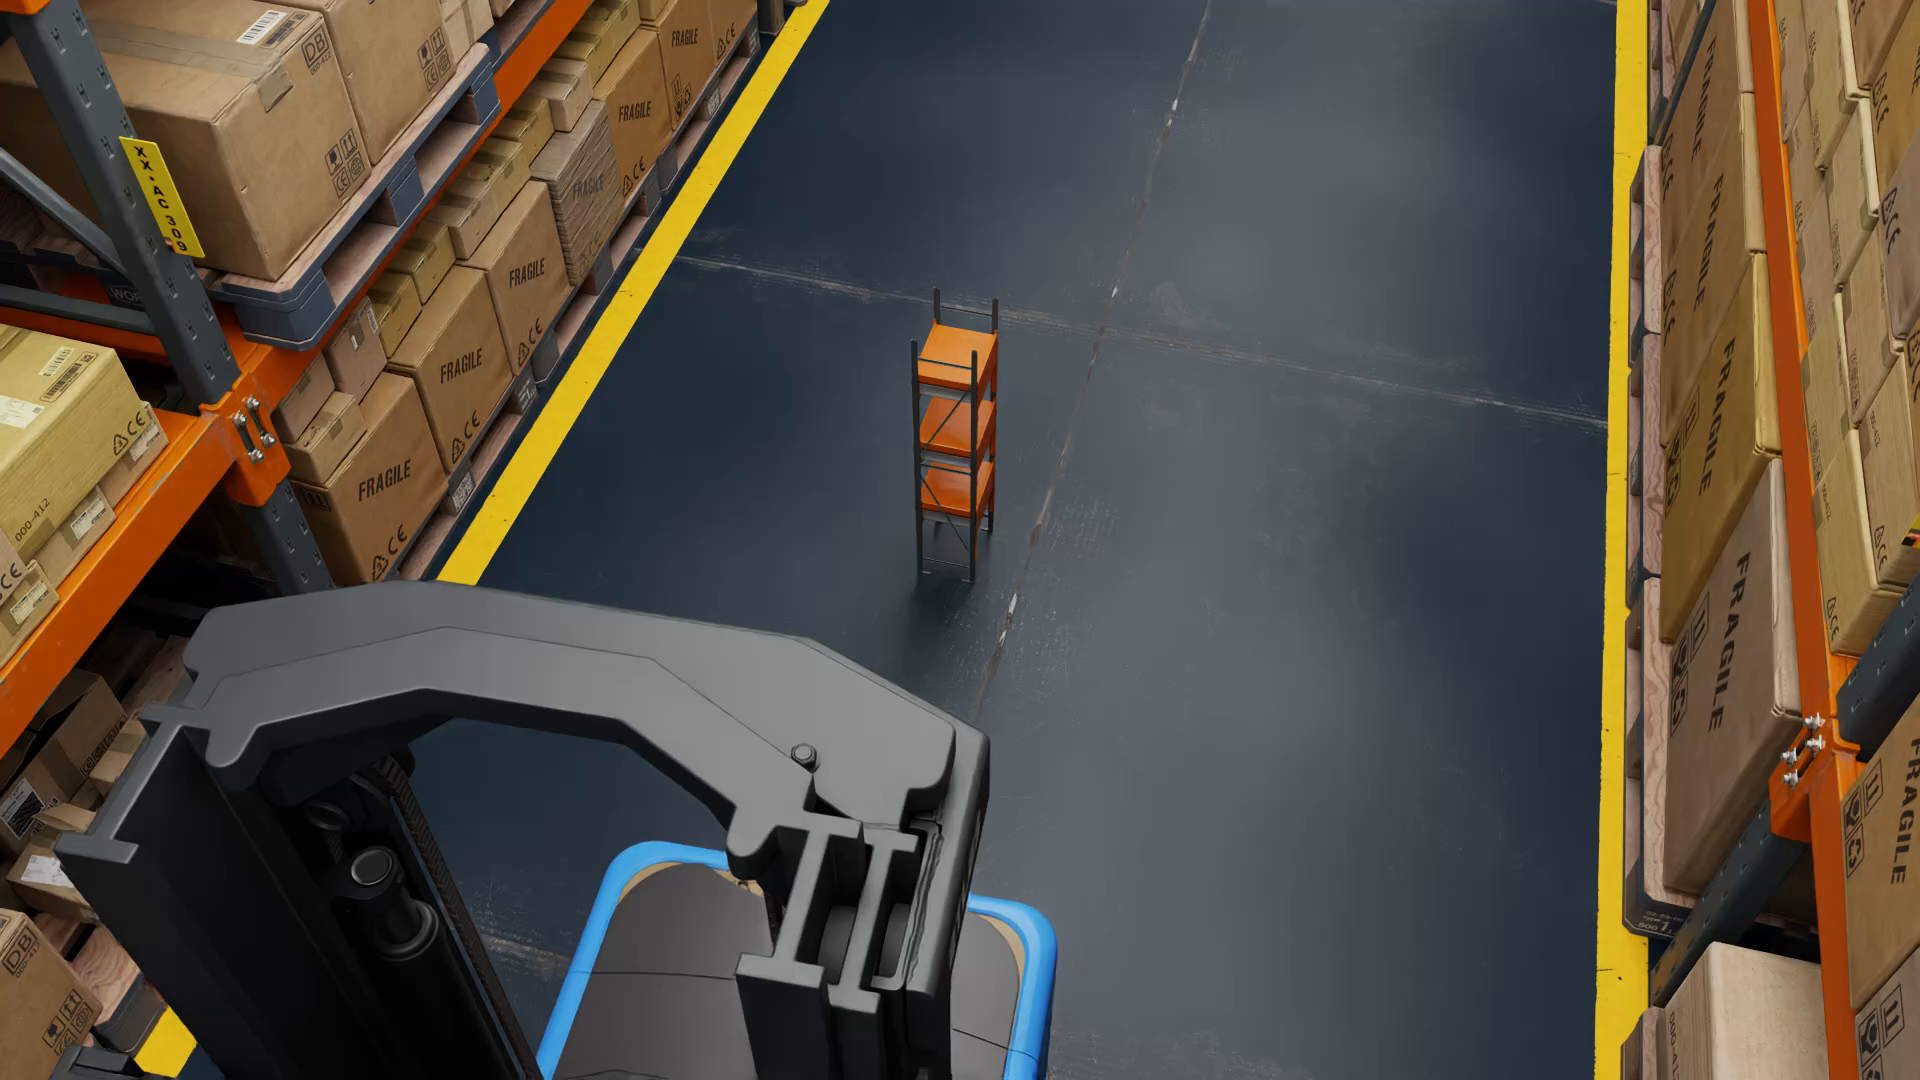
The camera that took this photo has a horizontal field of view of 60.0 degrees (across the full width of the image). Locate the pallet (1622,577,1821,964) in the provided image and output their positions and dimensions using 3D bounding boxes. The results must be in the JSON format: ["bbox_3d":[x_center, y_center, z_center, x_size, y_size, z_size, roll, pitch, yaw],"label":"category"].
[{"bbox_3d":[2.536,0.717,4.976,1.003,0.211,1.213,12,50,10],"label":"pallet"}]

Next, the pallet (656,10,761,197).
[{"bbox_3d":[-1.564,-2.048,7.416,1.003,0.211,1.213,12,50,10],"label":"pallet"}]

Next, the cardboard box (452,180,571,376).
[{"bbox_3d":[-1.774,-0.974,5.996,0.500,0.500,0.500,10,49,9],"label":"cardboard box"}]

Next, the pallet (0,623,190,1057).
[{"bbox_3d":[-2.566,0.810,4.895,1.003,0.211,1.213,12,50,10],"label":"pallet"}]

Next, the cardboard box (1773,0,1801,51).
[{"bbox_3d":[2.969,-1.797,5.436,0.500,0.250,0.500,10,49,9],"label":"cardboard box"}]

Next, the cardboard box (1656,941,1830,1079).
[{"bbox_3d":[2.137,1.509,3.846,0.875,0.438,0.875,11,49,9],"label":"cardboard box"}]

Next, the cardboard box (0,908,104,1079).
[{"bbox_3d":[-2.649,1.187,4.089,0.700,0.500,0.500,10,49,9],"label":"cardboard box"}]

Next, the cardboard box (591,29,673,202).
[{"bbox_3d":[-1.512,-1.727,6.661,0.500,0.500,0.500,14,50,12],"label":"cardboard box"}]

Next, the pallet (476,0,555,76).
[{"bbox_3d":[-1.839,-2.032,5.671,1.003,0.211,1.213,12,50,10],"label":"pallet"}]

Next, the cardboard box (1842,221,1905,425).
[{"bbox_3d":[2.411,-0.478,3.938,0.500,0.250,0.500,13,50,11],"label":"cardboard box"}]

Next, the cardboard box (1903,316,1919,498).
[{"bbox_3d":[2.281,-0.369,3.342,0.500,0.500,0.500,13,50,11],"label":"cardboard box"}]

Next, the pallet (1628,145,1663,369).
[{"bbox_3d":[3.178,-1.048,6.534,1.003,0.211,1.213,12,50,10],"label":"pallet"}]

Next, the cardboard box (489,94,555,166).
[{"bbox_3d":[-1.707,-1.501,6.028,0.380,0.149,0.250,12,50,10],"label":"cardboard box"}]

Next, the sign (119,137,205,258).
[{"bbox_3d":[-1.859,-0.794,3.873,0.100,0.325,0.005,12,50,10],"label":"sign"}]

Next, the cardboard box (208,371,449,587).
[{"bbox_3d":[-2.040,-0.227,5.337,0.500,0.500,0.500,14,50,12],"label":"cardboard box"}]

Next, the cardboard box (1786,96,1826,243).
[{"bbox_3d":[2.698,-1.061,4.786,0.500,0.250,0.500,12,50,10],"label":"cardboard box"}]

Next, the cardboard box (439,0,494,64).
[{"bbox_3d":[-1.648,-1.633,5.000,0.396,0.266,0.258,14,50,12],"label":"cardboard box"}]

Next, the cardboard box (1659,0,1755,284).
[{"bbox_3d":[3.196,-1.479,6.191,0.875,0.875,0.875,11,50,10],"label":"cardboard box"}]

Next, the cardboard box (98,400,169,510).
[{"bbox_3d":[-2.224,-0.246,4.134,0.380,0.149,0.250,12,50,11],"label":"cardboard box"}]

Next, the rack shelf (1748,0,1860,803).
[{"bbox_3d":[2.932,-0.841,4.972,1.077,0.370,4.000,12,50,10],"label":"rack shelf"}]

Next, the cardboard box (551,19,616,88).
[{"bbox_3d":[-1.549,-1.874,6.358,0.380,0.149,0.250,11,49,9],"label":"cardboard box"}]

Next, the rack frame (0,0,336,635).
[{"bbox_3d":[-2.384,-0.610,4.287,1.000,3.000,0.127,12,50,10],"label":"rack frame"}]

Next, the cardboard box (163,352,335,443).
[{"bbox_3d":[-2.092,-0.453,4.906,0.380,0.149,0.250,11,49,9],"label":"cardboard box"}]

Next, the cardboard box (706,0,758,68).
[{"bbox_3d":[-1.235,-2.466,7.313,0.500,0.500,0.500,13,50,11],"label":"cardboard box"}]

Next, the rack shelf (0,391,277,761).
[{"bbox_3d":[-2.911,1.075,3.280,1.077,0.370,4.000,12,50,10],"label":"rack shelf"}]

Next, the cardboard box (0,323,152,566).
[{"bbox_3d":[-2.283,-0.242,3.864,0.500,0.250,0.500,13,50,11],"label":"cardboard box"}]

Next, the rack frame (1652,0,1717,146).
[{"bbox_3d":[3.458,-2.526,5.979,1.000,3.000,0.127,12,50,10],"label":"rack frame"}]

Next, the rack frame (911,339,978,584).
[{"bbox_3d":[-0.046,-0.220,5.244,0.200,1.050,0.008,12,50,10],"label":"rack frame"}]

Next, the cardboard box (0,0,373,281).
[{"bbox_3d":[-2.041,-1.087,4.362,0.700,0.500,0.500,13,50,11],"label":"cardboard box"}]

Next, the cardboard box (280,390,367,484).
[{"bbox_3d":[-2.033,-0.343,5.007,0.380,0.149,0.250,14,50,12],"label":"cardboard box"}]

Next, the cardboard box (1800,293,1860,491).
[{"bbox_3d":[2.415,-0.325,4.137,0.500,0.250,0.500,11,49,10],"label":"cardboard box"}]

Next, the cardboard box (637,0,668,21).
[{"bbox_3d":[-1.371,-2.237,6.678,0.380,0.149,0.250,10,49,9],"label":"cardboard box"}]

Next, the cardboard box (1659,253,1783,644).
[{"bbox_3d":[2.722,-0.188,5.052,0.875,0.875,0.875,13,50,11],"label":"cardboard box"}]

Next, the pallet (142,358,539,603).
[{"bbox_3d":[-2.207,-0.283,5.859,1.003,0.211,1.213,12,50,10],"label":"pallet"}]

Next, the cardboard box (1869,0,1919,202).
[{"bbox_3d":[2.562,-1.108,3.994,0.500,0.500,0.500,13,50,11],"label":"cardboard box"}]

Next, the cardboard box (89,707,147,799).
[{"bbox_3d":[-2.247,0.656,4.792,0.380,0.149,0.250,10,49,9],"label":"cardboard box"}]

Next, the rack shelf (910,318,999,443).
[{"bbox_3d":[-0.014,-0.489,5.117,0.215,0.259,0.240,12,50,10],"label":"rack shelf"}]

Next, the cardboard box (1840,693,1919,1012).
[{"bbox_3d":[2.029,0.622,3.134,0.500,0.500,0.500,13,50,11],"label":"cardboard box"}]

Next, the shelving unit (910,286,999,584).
[{"bbox_3d":[-0.014,-0.309,5.322,0.215,1.050,0.252,12,50,10],"label":"shelving unit"}]

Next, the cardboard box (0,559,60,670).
[{"bbox_3d":[-2.317,0.139,3.794,0.380,0.149,0.250,13,50,11],"label":"cardboard box"}]

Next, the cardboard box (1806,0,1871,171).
[{"bbox_3d":[2.660,-1.228,4.600,0.500,0.250,0.500,12,50,11],"label":"cardboard box"}]

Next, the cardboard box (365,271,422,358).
[{"bbox_3d":[-1.978,-0.746,5.363,0.380,0.149,0.250,9,49,8],"label":"cardboard box"}]

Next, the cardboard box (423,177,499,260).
[{"bbox_3d":[-1.817,-1.121,5.693,0.380,0.149,0.250,11,50,10],"label":"cardboard box"}]

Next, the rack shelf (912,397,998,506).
[{"bbox_3d":[-0.014,-0.302,5.330,0.215,0.259,0.240,12,50,10],"label":"rack shelf"}]

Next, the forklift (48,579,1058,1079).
[{"bbox_3d":[-0.556,1.562,2.417,1.130,2.935,3.031,8,49,7],"label":"forklift"}]
